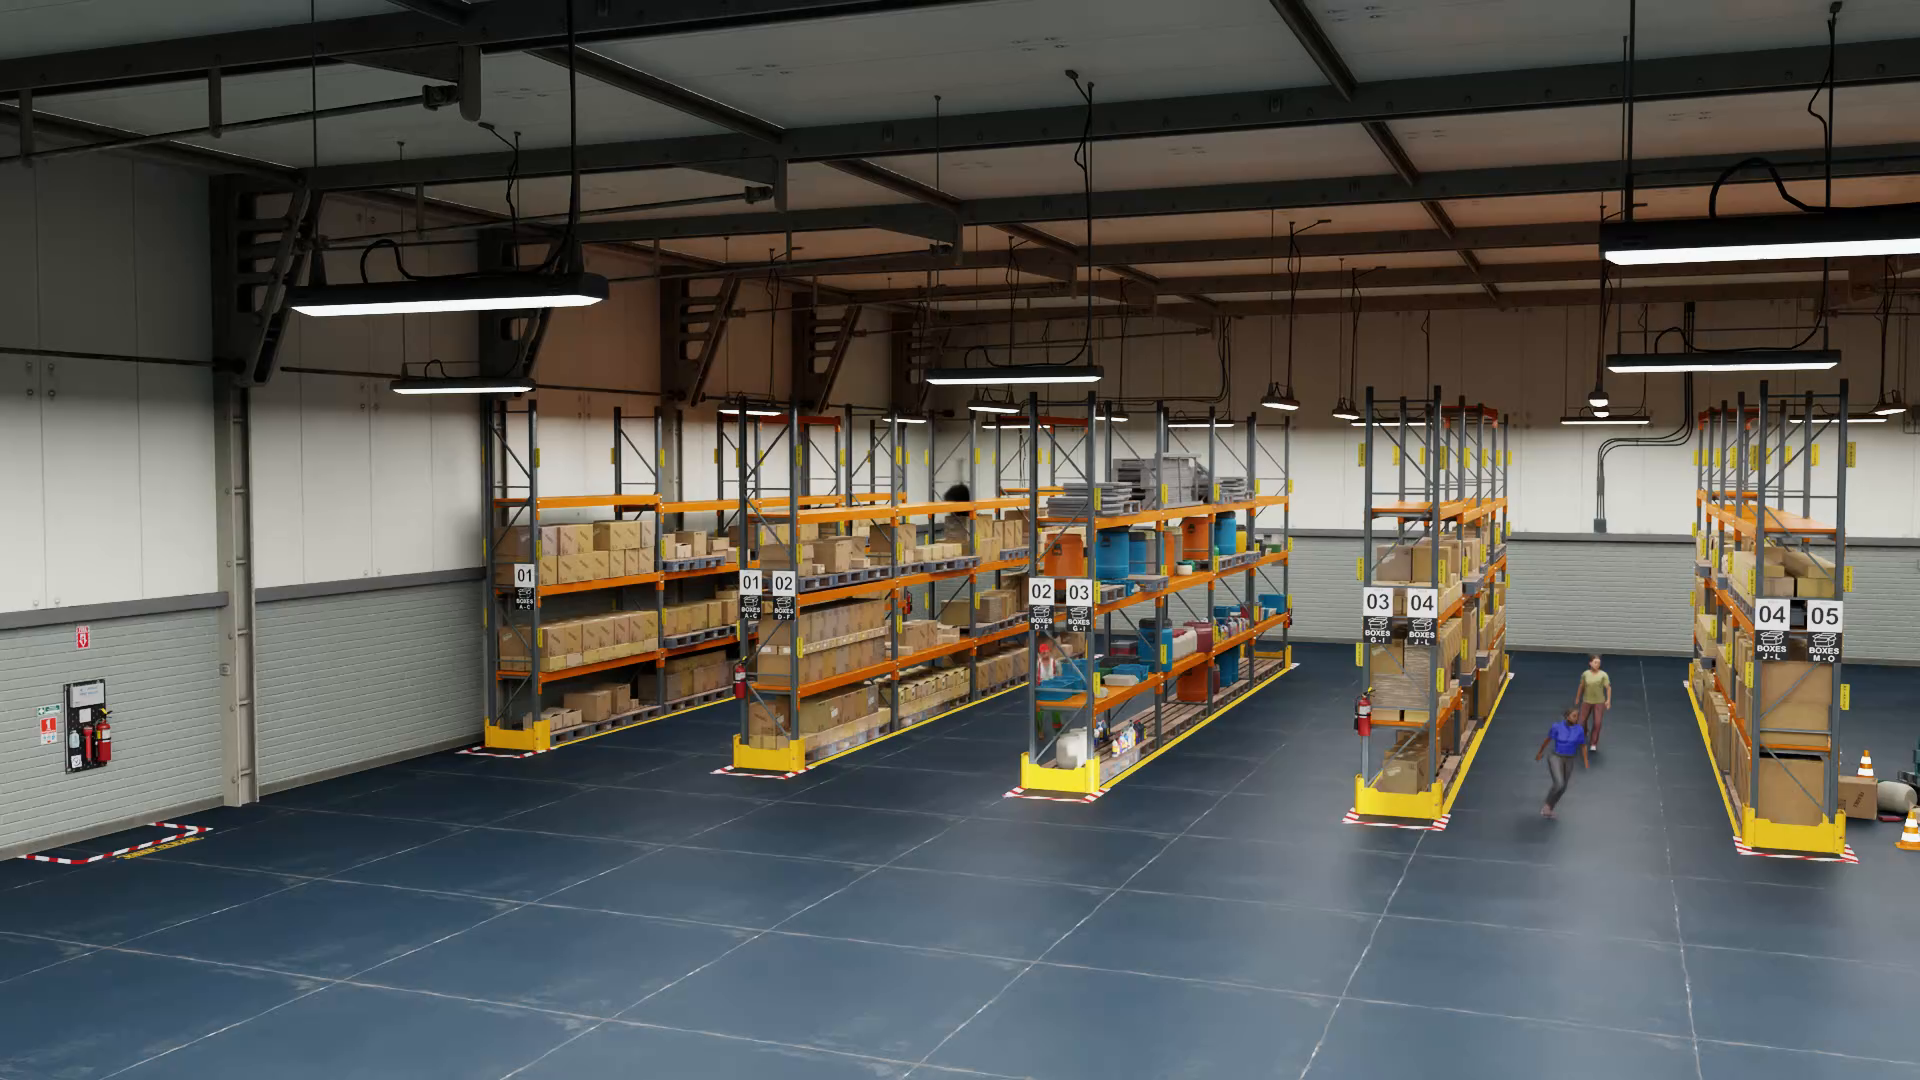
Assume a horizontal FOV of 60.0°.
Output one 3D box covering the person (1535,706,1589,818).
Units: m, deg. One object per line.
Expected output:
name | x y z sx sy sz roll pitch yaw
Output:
person | 8.330 3.066 22.941 0.558 1.599 0.709 -1 3 -11

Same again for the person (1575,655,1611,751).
person | 10.849 2.779 28.508 0.622 1.627 0.621 1 3 28

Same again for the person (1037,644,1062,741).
person | 1.543 2.684 29.189 0.643 1.758 0.506 0 3 -7
